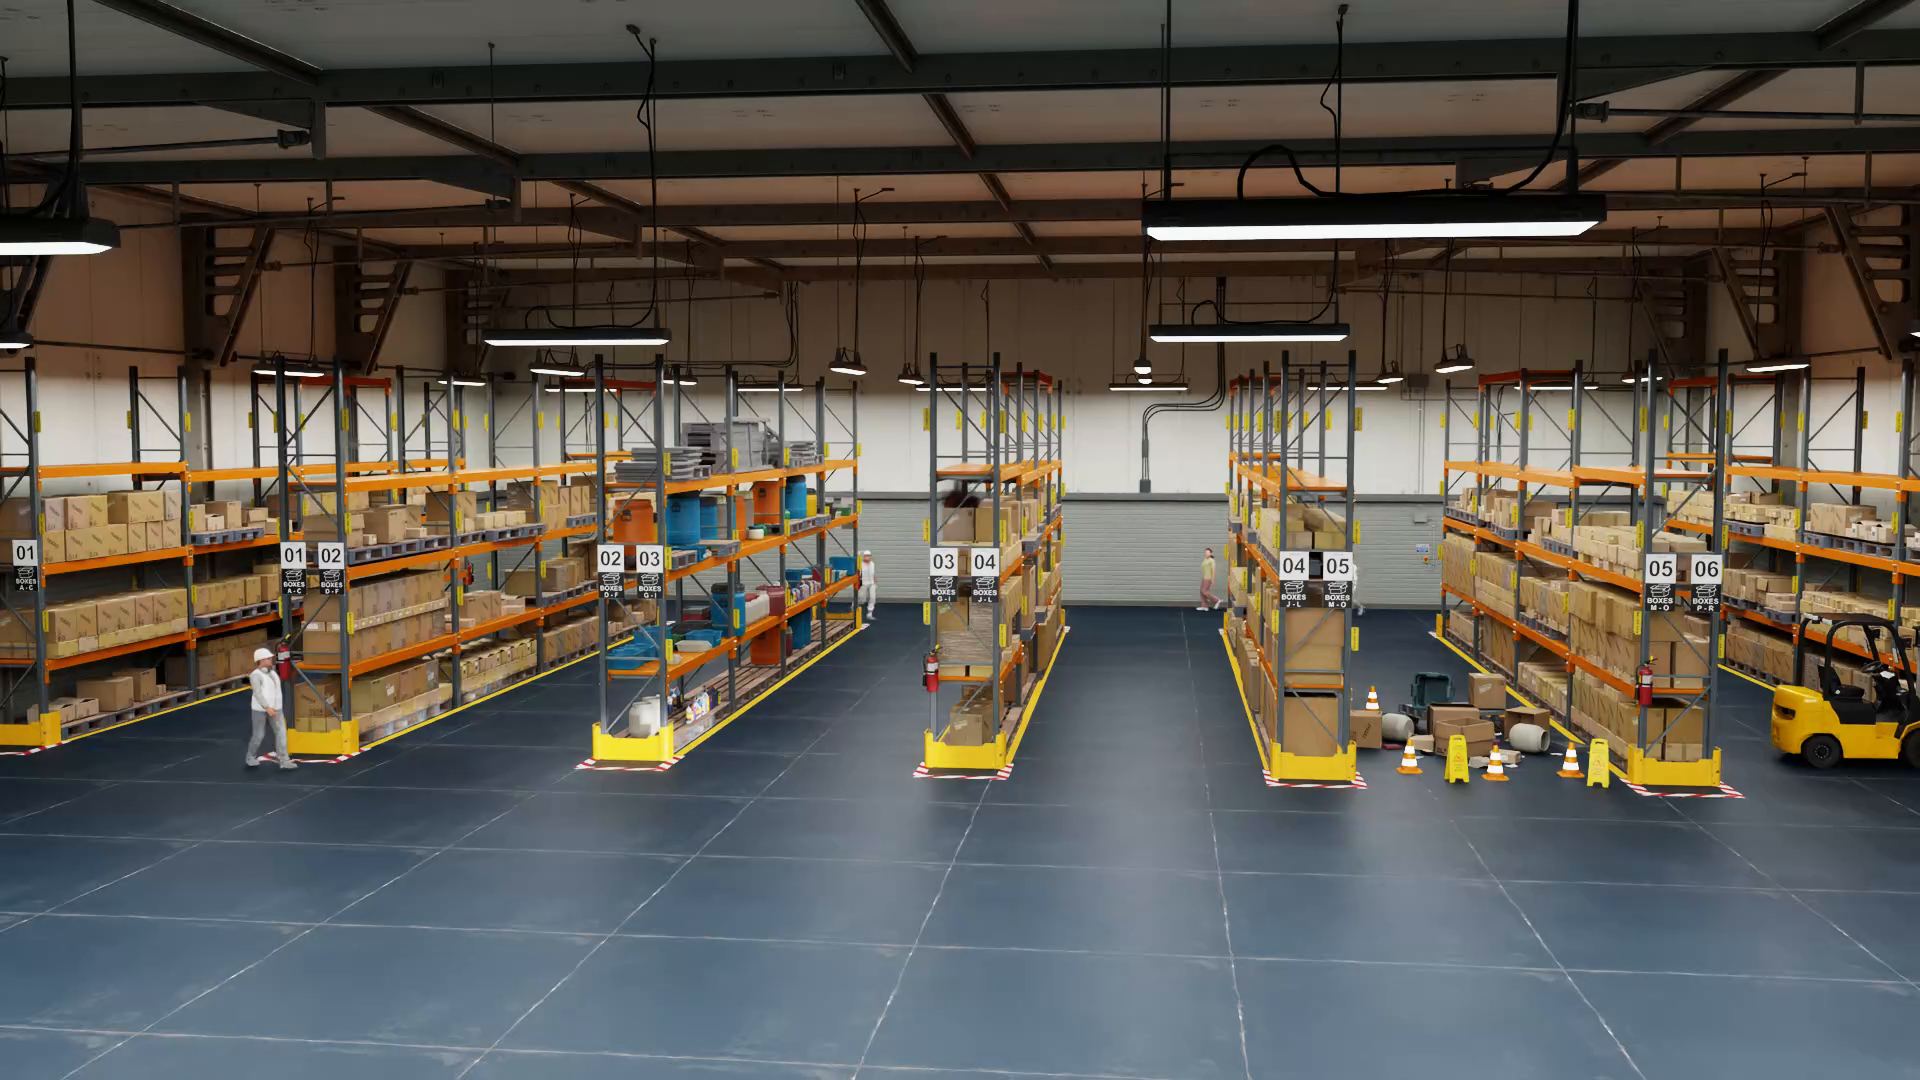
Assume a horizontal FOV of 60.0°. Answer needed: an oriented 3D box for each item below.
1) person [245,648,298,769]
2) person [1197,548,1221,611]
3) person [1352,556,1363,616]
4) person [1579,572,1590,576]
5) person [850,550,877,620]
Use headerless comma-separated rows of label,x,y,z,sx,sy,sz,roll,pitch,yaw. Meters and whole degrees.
person,-9.958,2.431,23.972,0.928,1.736,0.534,2,5,31
person,6.592,1.095,44.043,0.617,1.554,0.444,0,4,1
person,9.918,1.164,42.331,0.646,1.660,0.500,-2,5,-30
person,15.028,1.352,39.997,0.758,1.607,0.498,0,4,2
person,-2.394,1.137,42.022,0.606,1.759,0.755,-4,6,-44
